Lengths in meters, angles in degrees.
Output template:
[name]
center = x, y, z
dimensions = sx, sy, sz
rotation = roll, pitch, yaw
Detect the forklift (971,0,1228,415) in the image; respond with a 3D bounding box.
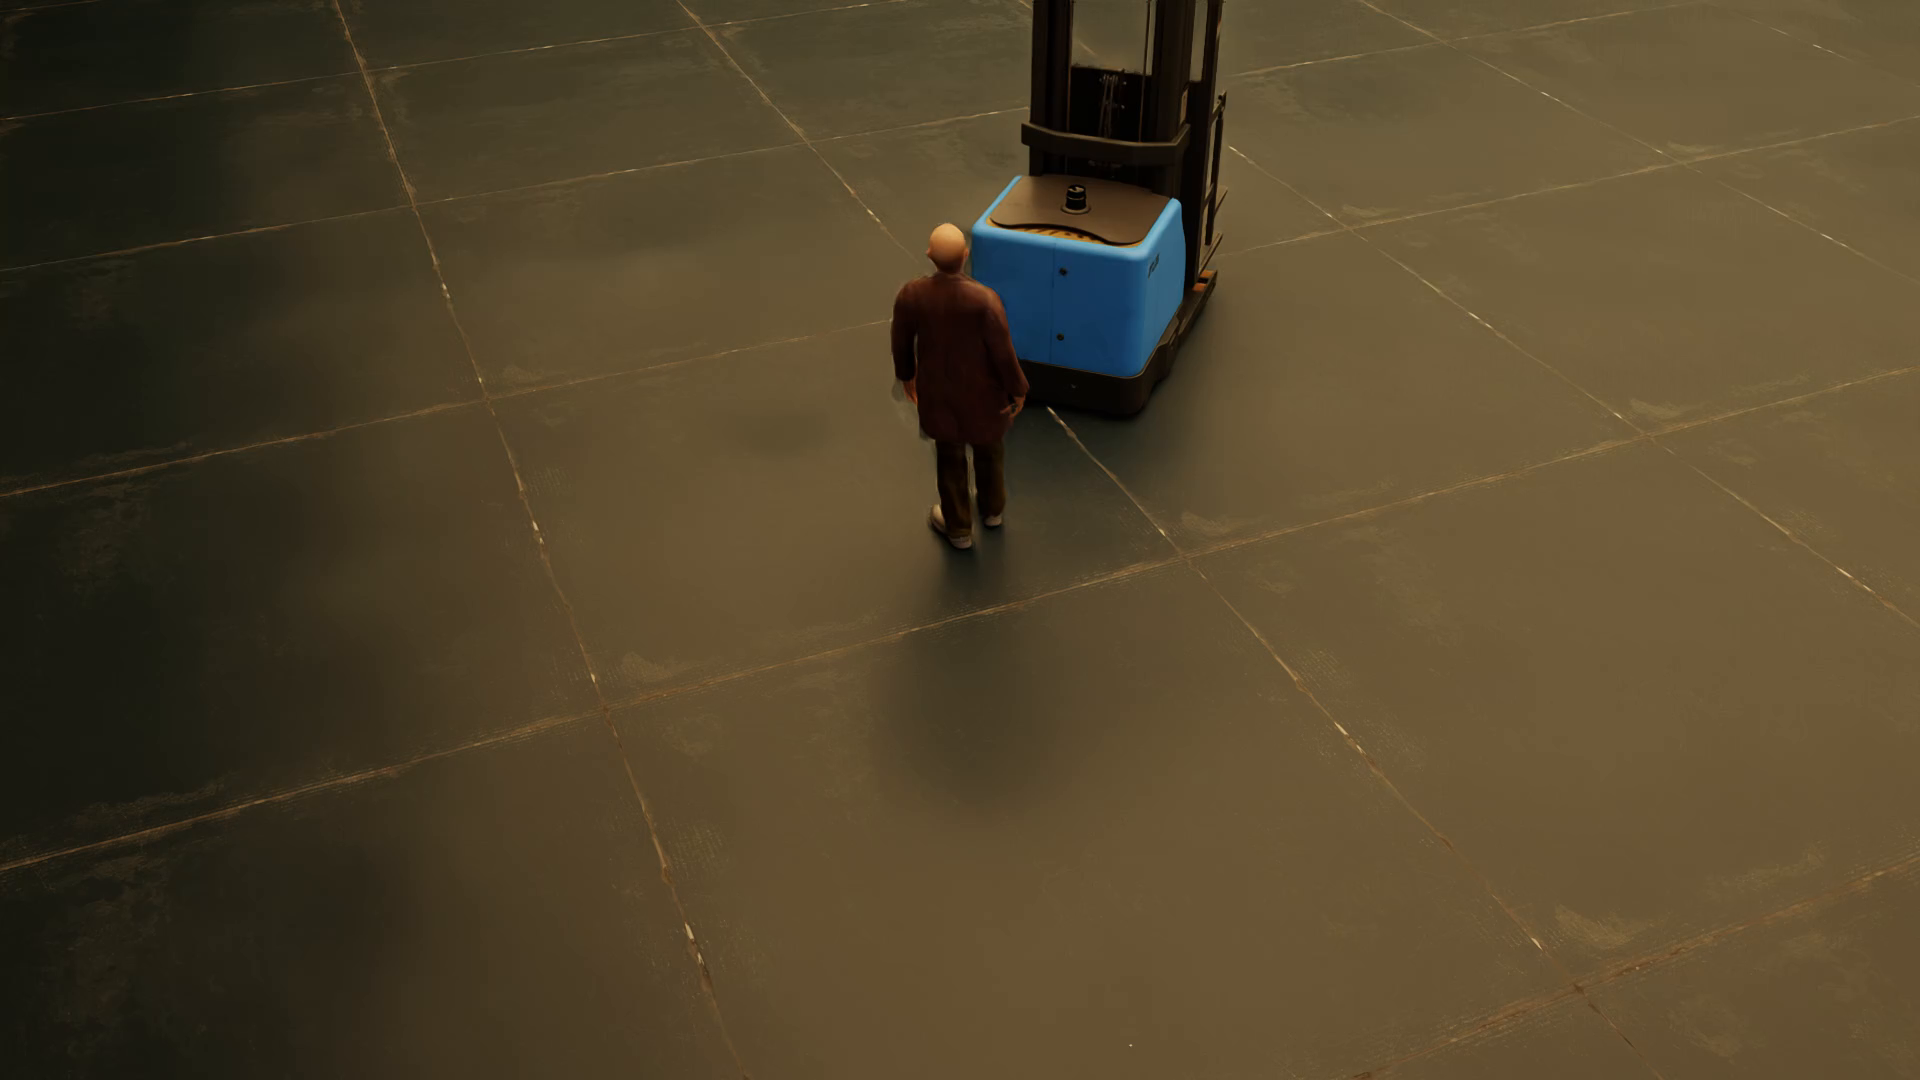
[forklift]
center = 1.041, -2.762, 9.983
dimensions = 1.130, 2.935, 3.031
rotation = 12, 37, 17

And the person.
[person]
center = 0.048, -0.807, 8.221
dimensions = 0.697, 1.779, 0.669
rotation = 13, 37, 17
